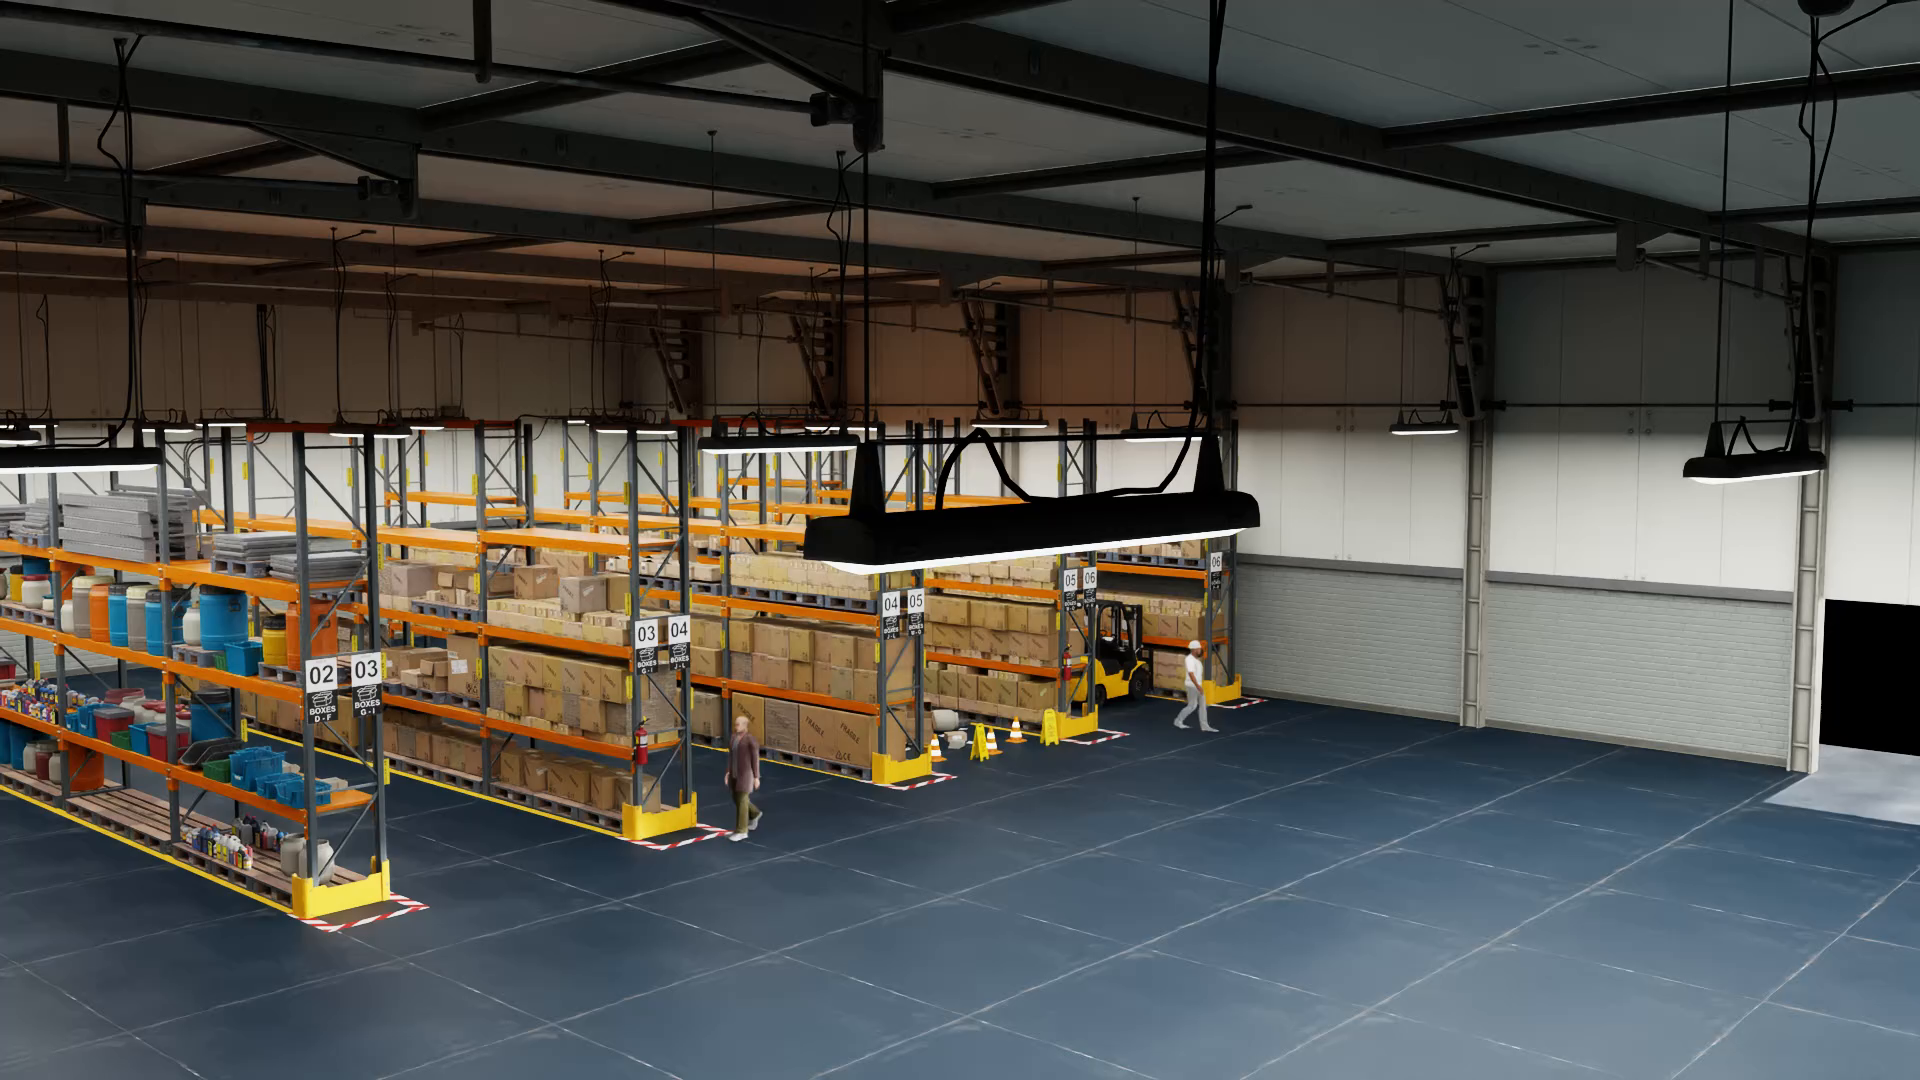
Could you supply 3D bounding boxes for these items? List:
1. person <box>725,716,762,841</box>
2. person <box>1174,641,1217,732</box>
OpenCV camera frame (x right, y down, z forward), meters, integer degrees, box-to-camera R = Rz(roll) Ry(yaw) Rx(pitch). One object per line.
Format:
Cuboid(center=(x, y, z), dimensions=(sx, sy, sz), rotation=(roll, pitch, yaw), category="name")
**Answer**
Cuboid(center=(-3.151, 3.451, 24.377), dimensions=(0.860, 1.764, 0.557), rotation=(-5, 7, -45), category="person")
Cuboid(center=(4.581, 2.835, 32.247), dimensions=(0.846, 1.738, 0.676), rotation=(1, 5, 16), category="person")
